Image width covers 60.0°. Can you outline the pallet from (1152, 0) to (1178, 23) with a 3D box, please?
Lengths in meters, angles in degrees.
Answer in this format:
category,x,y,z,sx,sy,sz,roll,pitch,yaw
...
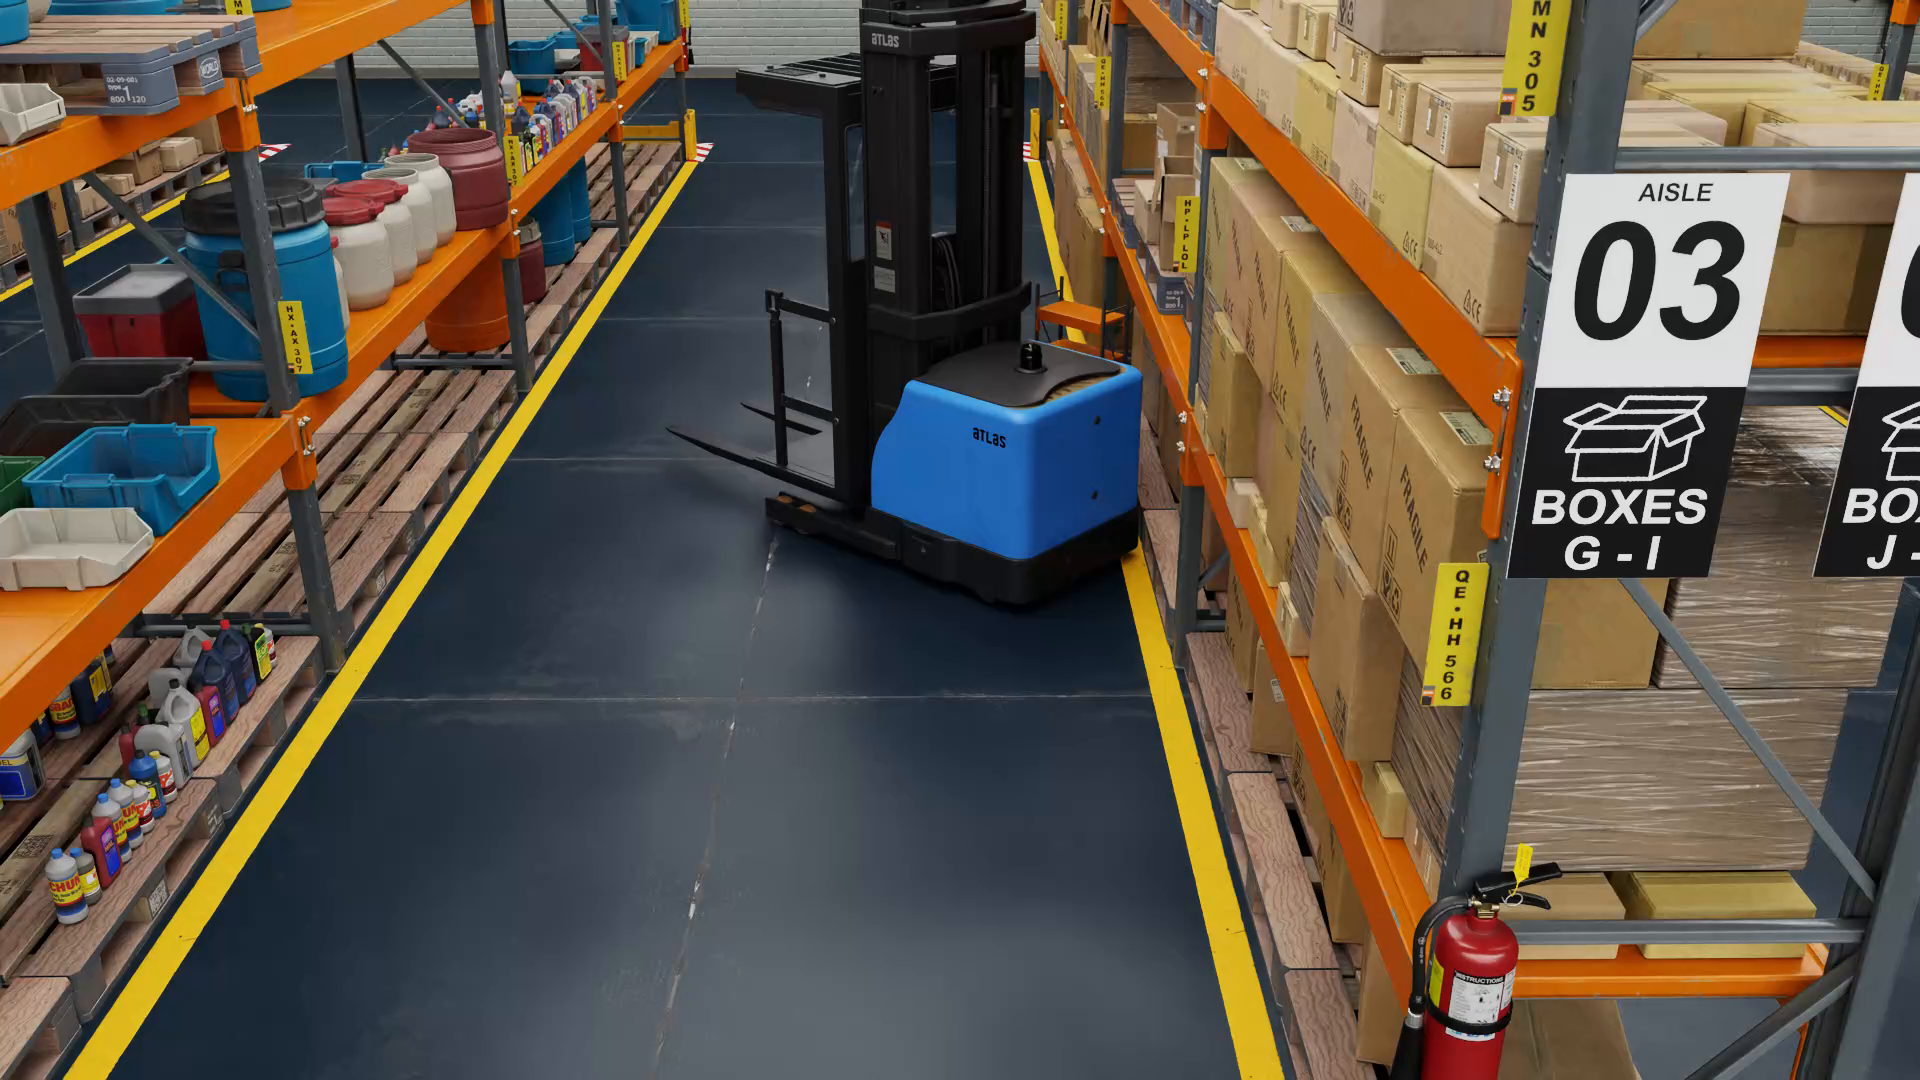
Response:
category,x,y,z,sx,sy,sz,roll,pitch,yaw
pallet,1.604,-2.739,8.253,1.213,0.211,1.003,0,24,-1

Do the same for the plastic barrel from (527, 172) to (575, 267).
category,x,y,z,sx,sy,sz,roll,pitch,yaw
plastic barrel,-3.525,-2.769,13.769,0.600,0.901,0.708,0,24,-1

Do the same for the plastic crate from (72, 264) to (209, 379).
category,x,y,z,sx,sy,sz,roll,pitch,yaw
plastic crate,-3.745,-0.980,7.700,0.402,0.464,0.583,0,24,-1

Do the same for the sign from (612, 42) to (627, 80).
category,x,y,z,sx,sy,sz,roll,pitch,yaw
sign,-2.971,-4.177,14.511,0.100,0.325,0.005,0,24,-1

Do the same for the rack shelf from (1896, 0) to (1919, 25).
category,x,y,z,sx,sy,sz,roll,pitch,yaw
rack shelf,6.458,-2.619,8.634,1.077,0.370,4.000,0,24,-1

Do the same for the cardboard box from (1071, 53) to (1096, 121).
category,x,y,z,sx,sy,sz,roll,pitch,yaw
cardboard box,1.193,-3.720,13.713,0.500,0.500,0.500,0,24,0

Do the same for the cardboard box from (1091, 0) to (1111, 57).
category,x,y,z,sx,sy,sz,roll,pitch,yaw
cardboard box,1.443,-4.028,13.178,0.797,0.503,0.637,0,24,0

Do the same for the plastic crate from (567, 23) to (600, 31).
category,x,y,z,sx,sy,sz,roll,pitch,yaw
plastic crate,-3.884,-5.274,17.402,0.416,0.233,0.300,0,24,-1

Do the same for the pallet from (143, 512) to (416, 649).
category,x,y,z,sx,sy,sz,roll,pitch,yaw
pallet,-3.481,0.194,8.565,1.003,0.211,1.213,0,24,-1

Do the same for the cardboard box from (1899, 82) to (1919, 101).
category,x,y,z,sx,sy,sz,roll,pitch,yaw
cardboard box,6.619,-3.054,11.436,0.380,0.149,0.250,-1,24,-2

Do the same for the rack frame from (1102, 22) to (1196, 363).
category,x,y,z,sx,sy,sz,roll,pitch,yaw
rack frame,1.475,-2.424,10.969,1.000,3.000,0.127,0,24,-1

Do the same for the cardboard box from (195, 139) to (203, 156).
category,x,y,z,sx,sy,sz,roll,pitch,yaw
cardboard box,-8.351,-4.196,17.793,0.380,0.166,0.250,0,24,-1

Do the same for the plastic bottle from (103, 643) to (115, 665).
category,x,y,z,sx,sy,sz,roll,pitch,yaw
plastic bottle,-3.869,0.423,7.452,0.097,0.271,0.097,0,24,0

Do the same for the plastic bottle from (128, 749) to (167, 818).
category,x,y,z,sx,sy,sz,roll,pitch,yaw
plastic bottle,-3.106,0.923,6.345,0.097,0.271,0.097,0,24,0

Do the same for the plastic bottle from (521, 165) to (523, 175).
category,x,y,z,sx,sy,sz,roll,pitch,yaw
plastic bottle,-3.117,-2.664,11.641,0.061,0.283,0.133,0,24,-1

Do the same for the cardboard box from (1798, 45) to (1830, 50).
category,x,y,z,sx,sy,sz,roll,pitch,yaw
cardboard box,6.599,-3.809,13.106,0.380,0.149,0.250,-1,24,-2

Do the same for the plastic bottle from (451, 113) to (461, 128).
category,x,y,z,sx,sy,sz,roll,pitch,yaw
plastic bottle,-3.779,-3.061,12.519,0.061,0.283,0.133,0,24,-1

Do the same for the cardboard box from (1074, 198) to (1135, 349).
category,x,y,z,sx,sy,sz,roll,pitch,yaw
cardboard box,1.488,-1.931,11.949,1.225,0.875,0.875,-1,24,-3

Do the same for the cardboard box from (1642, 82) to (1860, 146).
category,x,y,z,sx,sy,sz,roll,pitch,yaw
cardboard box,1.758,-0.932,3.730,0.380,0.149,0.250,-1,24,-2

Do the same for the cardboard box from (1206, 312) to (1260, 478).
category,x,y,z,sx,sy,sz,roll,pitch,yaw
cardboard box,1.432,-0.565,6.376,0.875,0.500,0.500,0,24,-1

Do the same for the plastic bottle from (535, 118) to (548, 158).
category,x,y,z,sx,sy,sz,roll,pitch,yaw
plastic bottle,-3.126,-3.004,12.394,0.061,0.283,0.133,0,24,-1

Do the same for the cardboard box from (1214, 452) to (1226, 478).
category,x,y,z,sx,sy,sz,roll,pitch,yaw
cardboard box,1.240,-0.365,6.722,0.380,0.149,0.250,0,24,-1

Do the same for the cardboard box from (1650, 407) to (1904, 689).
category,x,y,z,sx,sy,sz,roll,pitch,yaw
cardboard box,1.829,0.008,3.896,0.500,0.500,0.500,0,24,-1

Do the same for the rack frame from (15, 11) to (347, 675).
category,x,y,z,sx,sy,sz,roll,pitch,yaw
rack frame,-3.434,-0.753,7.275,1.000,3.000,0.127,0,24,-1

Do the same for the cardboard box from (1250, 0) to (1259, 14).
category,x,y,z,sx,sy,sz,roll,pitch,yaw
cardboard box,1.285,-2.011,6.114,0.380,0.149,0.250,-1,24,-3

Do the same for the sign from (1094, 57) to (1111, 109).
category,x,y,z,sx,sy,sz,roll,pitch,yaw
sign,0.920,-2.947,10.722,0.100,0.325,0.005,0,24,-1

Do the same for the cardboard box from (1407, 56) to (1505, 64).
category,x,y,z,sx,sy,sz,roll,pitch,yaw
cardboard box,1.344,-1.146,4.202,0.380,0.149,0.250,0,24,0

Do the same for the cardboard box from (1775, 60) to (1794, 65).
category,x,y,z,sx,sy,sz,roll,pitch,yaw
cardboard box,5.960,-3.485,12.389,0.380,0.149,0.250,1,24,2

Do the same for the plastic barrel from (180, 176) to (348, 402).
category,x,y,z,sx,sy,sz,roll,pitch,yaw
plastic barrel,-3.135,-1.142,7.527,0.600,0.901,0.708,0,24,-1

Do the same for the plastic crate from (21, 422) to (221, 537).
category,x,y,z,sx,sy,sz,roll,pitch,yaw
plastic crate,-3.150,-0.231,6.300,0.499,0.251,0.616,0,24,-1

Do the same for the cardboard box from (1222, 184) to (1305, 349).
category,x,y,z,sx,sy,sz,roll,pitch,yaw
cardboard box,1.276,-1.019,6.168,0.500,0.500,0.500,0,24,-1

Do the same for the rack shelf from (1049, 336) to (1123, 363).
category,x,y,z,sx,sy,sz,roll,pitch,yaw
rack shelf,0.703,-1.043,9.721,0.480,0.148,0.258,21,32,38

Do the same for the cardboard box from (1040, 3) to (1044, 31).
category,x,y,z,sx,sy,sz,roll,pitch,yaw
cardboard box,1.123,-5.588,17.787,0.500,0.250,0.500,-1,24,-2

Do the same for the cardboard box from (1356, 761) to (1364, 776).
category,x,y,z,sx,sy,sz,roll,pitch,yaw
cardboard box,1.309,0.562,4.672,0.380,0.149,0.250,0,24,-1

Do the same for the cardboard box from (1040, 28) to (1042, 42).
category,x,y,z,sx,sy,sz,roll,pitch,yaw
cardboard box,1.062,-5.458,17.982,0.380,0.149,0.250,0,24,0

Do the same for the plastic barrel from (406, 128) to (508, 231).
category,x,y,z,sx,sy,sz,roll,pitch,yaw
plastic barrel,-3.170,-2.273,10.472,0.600,0.536,0.708,0,24,-1

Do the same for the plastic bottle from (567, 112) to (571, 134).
category,x,y,z,sx,sy,sz,roll,pitch,yaw
plastic bottle,-3.154,-3.337,13.229,0.097,0.201,0.097,0,24,0

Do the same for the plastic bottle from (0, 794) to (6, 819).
category,x,y,z,sx,sy,sz,roll,pitch,yaw
plastic bottle,-3.711,0.967,6.334,0.097,0.201,0.097,0,24,0

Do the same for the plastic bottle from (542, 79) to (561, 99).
category,x,y,z,sx,sy,sz,roll,pitch,yaw
plastic bottle,-3.326,-3.573,13.570,0.144,0.351,0.185,0,24,-1

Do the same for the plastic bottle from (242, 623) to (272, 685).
category,x,y,z,sx,sy,sz,roll,pitch,yaw
plastic bottle,-3.099,0.481,7.309,0.061,0.283,0.133,1,24,2

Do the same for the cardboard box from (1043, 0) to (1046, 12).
category,x,y,z,sx,sy,sz,roll,pitch,yaw
cardboard box,1.128,-5.724,17.177,0.500,0.500,0.500,-1,24,-2

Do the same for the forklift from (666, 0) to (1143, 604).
category,x,y,z,sx,sy,sz,roll,pitch,yaw
forklift,-0.467,-1.509,9.030,3.031,2.935,1.130,20,31,38

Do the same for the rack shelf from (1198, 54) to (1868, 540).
category,x,y,z,sx,sy,sz,roll,pitch,yaw
rack shelf,1.540,-0.990,5.032,1.077,0.370,4.000,0,24,-1

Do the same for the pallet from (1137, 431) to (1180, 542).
category,x,y,z,sx,sy,sz,roll,pitch,yaw
pallet,1.492,-0.330,9.723,1.003,0.211,1.213,0,24,-1

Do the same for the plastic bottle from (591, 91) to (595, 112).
category,x,y,z,sx,sy,sz,roll,pitch,yaw
plastic bottle,-3.165,-3.750,14.143,0.097,0.201,0.097,0,24,0

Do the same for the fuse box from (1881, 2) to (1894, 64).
category,x,y,z,sx,sy,sz,roll,pitch,yaw
fuse box,13.314,-7.450,23.647,0.539,1.711,0.414,0,24,-1

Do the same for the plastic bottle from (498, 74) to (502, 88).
category,x,y,z,sx,sy,sz,roll,pitch,yaw
plastic bottle,-3.944,-3.843,14.250,0.061,0.283,0.133,0,24,-1

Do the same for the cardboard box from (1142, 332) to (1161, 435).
category,x,y,z,sx,sy,sz,roll,pitch,yaw
cardboard box,1.521,-0.981,10.278,0.700,0.500,0.500,-2,24,-5

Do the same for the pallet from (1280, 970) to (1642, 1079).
category,x,y,z,sx,sy,sz,roll,pitch,yaw
pallet,1.588,1.777,5.064,1.003,0.211,1.213,0,24,-1

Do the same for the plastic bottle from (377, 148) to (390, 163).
category,x,y,z,sx,sy,sz,roll,pitch,yaw
plastic bottle,-3.909,-2.513,11.308,0.061,0.283,0.133,0,24,-1

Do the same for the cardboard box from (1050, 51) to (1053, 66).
category,x,y,z,sx,sy,sz,roll,pitch,yaw
cardboard box,1.084,-4.716,16.342,0.380,0.149,0.250,0,24,0

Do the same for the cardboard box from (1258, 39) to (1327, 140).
category,x,y,z,sx,sy,sz,roll,pitch,yaw
cardboard box,1.273,-1.464,5.390,0.500,0.250,0.500,-1,24,-3

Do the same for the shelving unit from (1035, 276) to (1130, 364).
category,x,y,z,sx,sy,sz,roll,pitch,yaw
shelving unit,0.703,-0.901,9.786,0.503,1.200,0.258,21,32,38

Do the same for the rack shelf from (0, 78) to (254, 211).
category,x,y,z,sx,sy,sz,roll,pitch,yaw
rack shelf,-3.412,-0.968,4.983,1.077,0.370,4.000,0,24,-1
